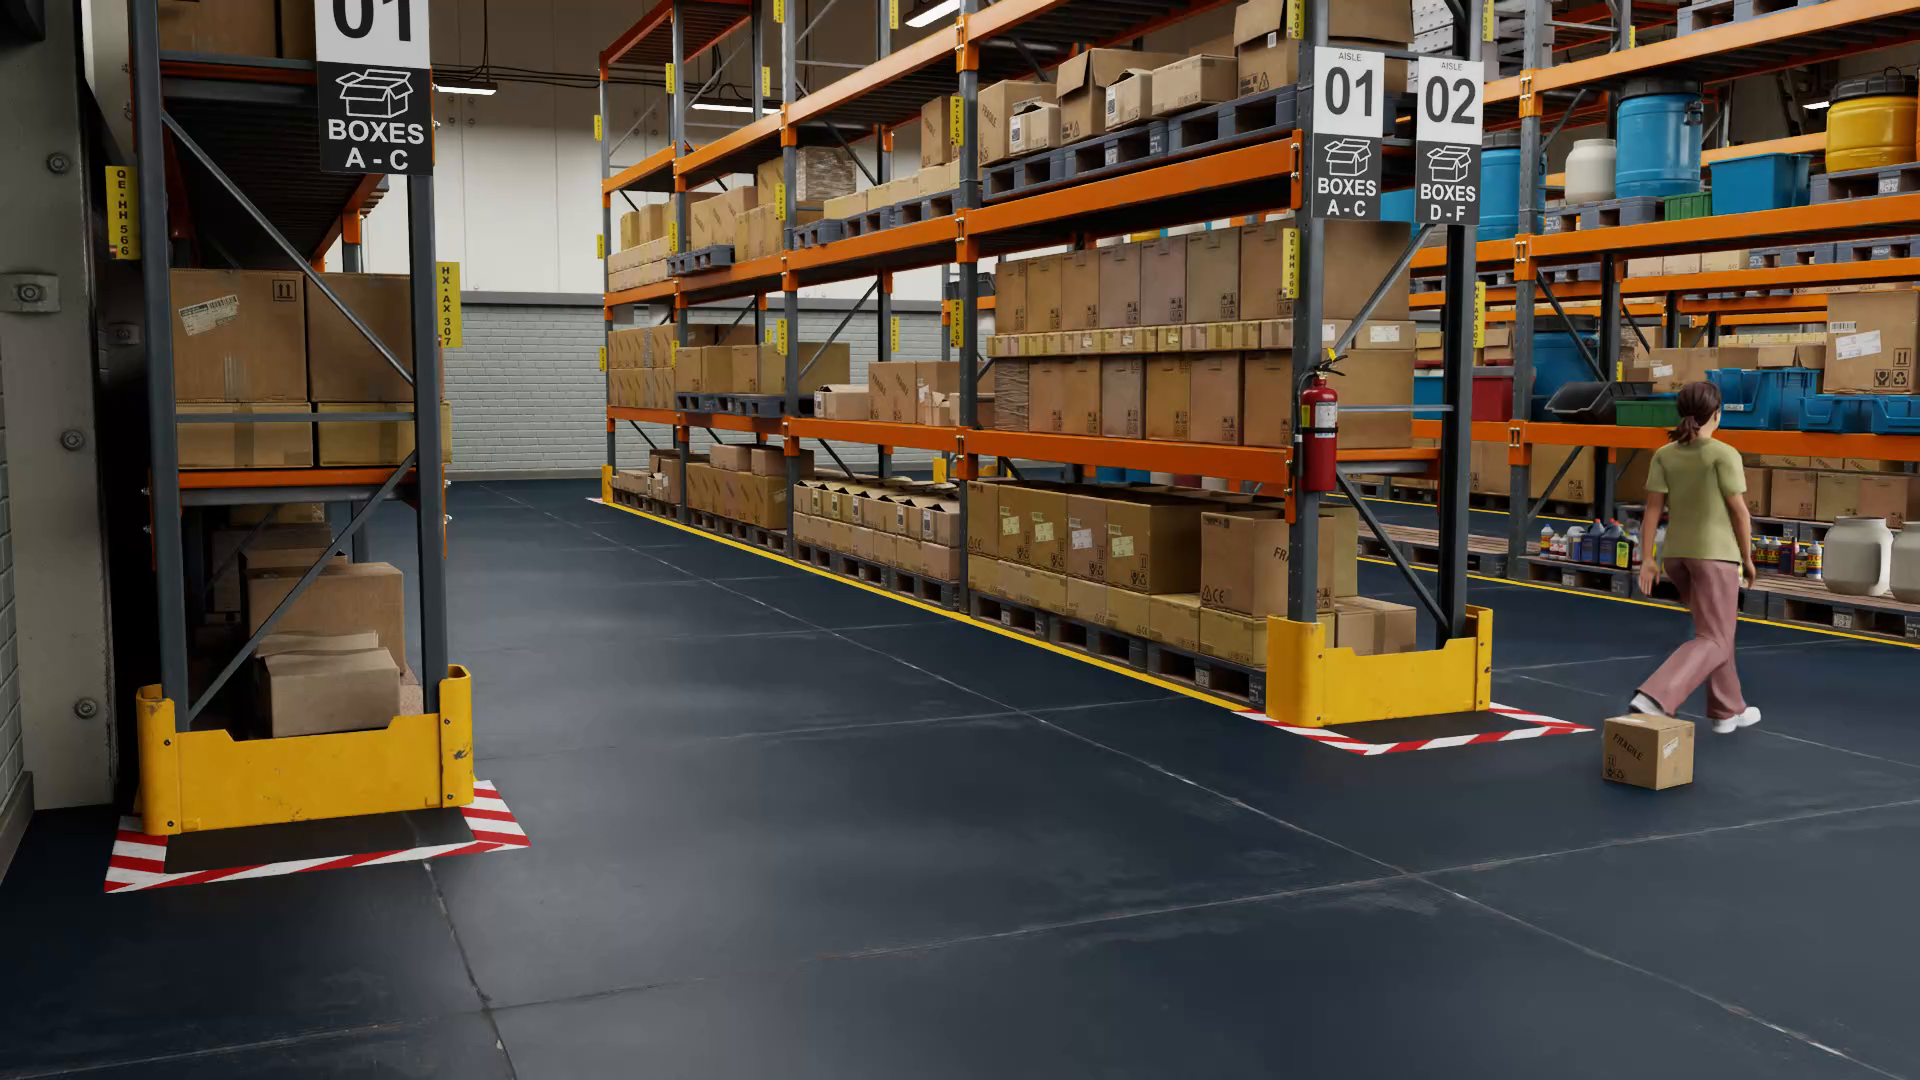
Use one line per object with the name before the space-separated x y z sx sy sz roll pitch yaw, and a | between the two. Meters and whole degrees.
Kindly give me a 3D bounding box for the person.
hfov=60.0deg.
person | 3.322 0.095 7.495 0.991 1.620 0.436 -3 6 -26
